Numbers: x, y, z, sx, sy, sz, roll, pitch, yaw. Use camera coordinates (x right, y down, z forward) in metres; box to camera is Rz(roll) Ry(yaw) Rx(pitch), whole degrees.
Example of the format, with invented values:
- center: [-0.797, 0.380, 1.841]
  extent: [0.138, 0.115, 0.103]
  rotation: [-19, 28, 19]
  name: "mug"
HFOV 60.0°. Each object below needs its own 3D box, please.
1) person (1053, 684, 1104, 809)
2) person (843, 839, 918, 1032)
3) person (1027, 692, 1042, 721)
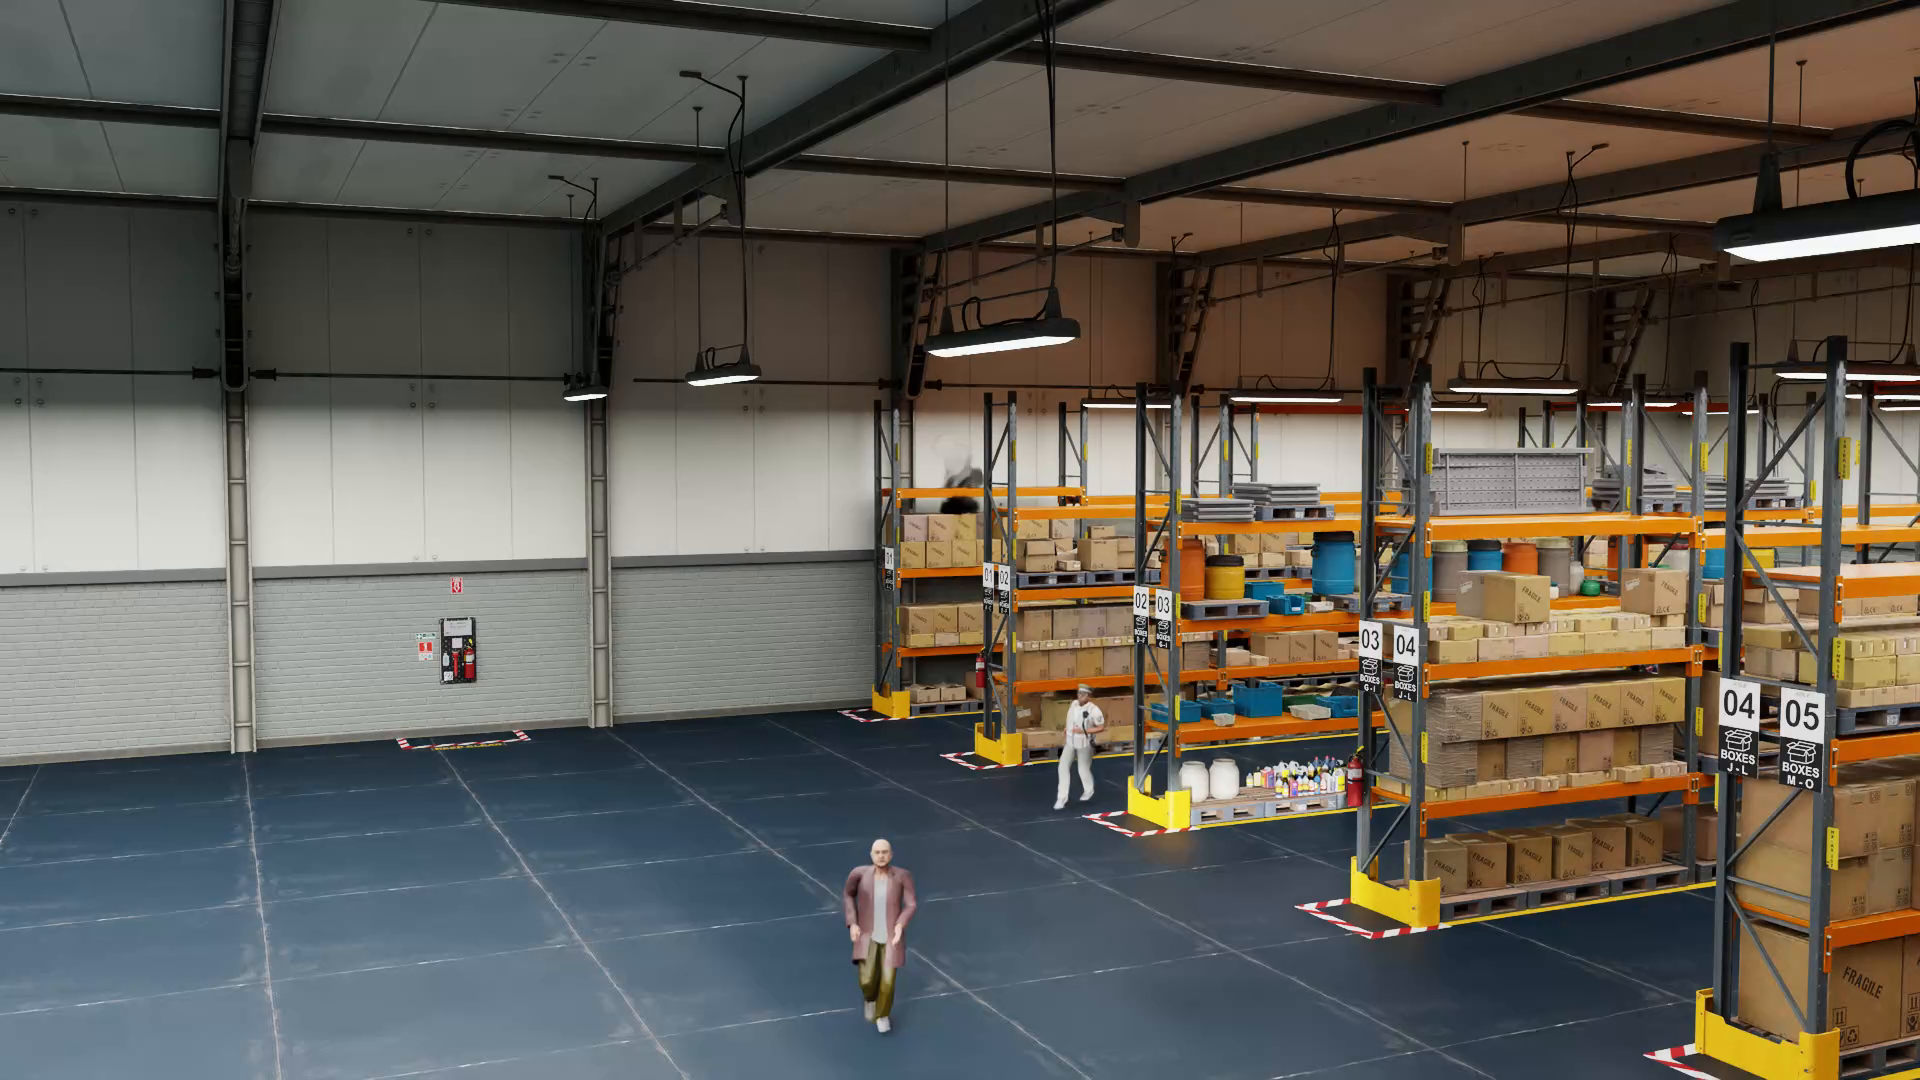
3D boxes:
- center: [1.763, 2.936, 23.631]
  extent: [0.691, 1.845, 0.822]
  rotation: [2, 4, 36]
  name: "person"
- center: [-0.698, 3.462, 14.519]
  extent: [0.660, 1.715, 0.653]
  rotation: [0, 3, -2]
  name: "person"
- center: [1.204, 2.586, 29.187]
  extent: [0.752, 1.831, 0.624]
  rotation: [-2, 4, -30]
  name: "person"
